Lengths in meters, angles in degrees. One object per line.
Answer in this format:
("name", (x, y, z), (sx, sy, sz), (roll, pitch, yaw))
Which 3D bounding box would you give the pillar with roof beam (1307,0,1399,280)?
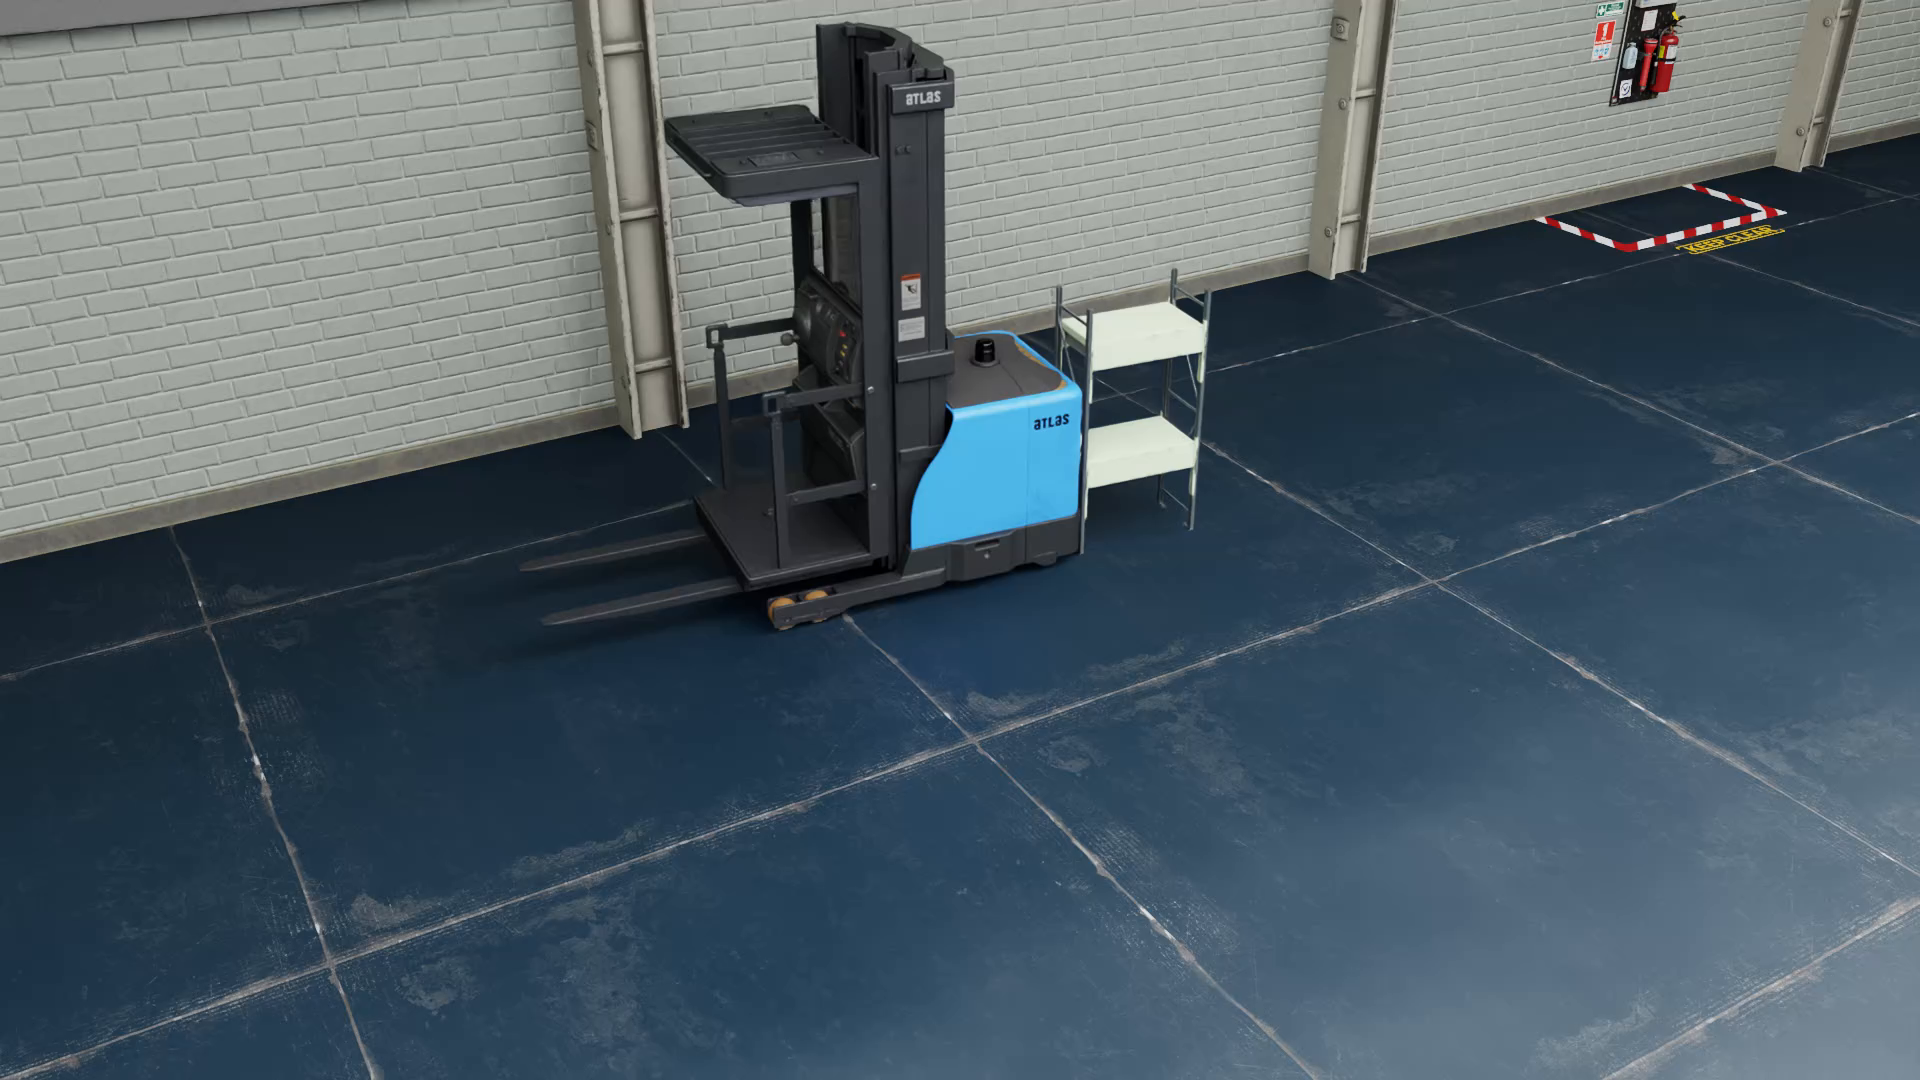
("pillar with roof beam", (5.301, -4.389, 8.390), (0.400, 9.000, 9.100), (-16, 33, -26))

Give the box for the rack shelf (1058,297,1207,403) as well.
("rack shelf", (0.958, -1.073, 9.334), (0.720, 0.370, 0.431), (-12, 31, -21))

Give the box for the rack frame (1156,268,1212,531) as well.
("rack frame", (1.293, -0.802, 9.652), (0.023, 1.500, 0.400), (-12, 31, -21))

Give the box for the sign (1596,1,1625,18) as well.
("sign", (5.623, -4.588, 14.374), (0.331, 0.109, 0.001), (-16, 33, -26))

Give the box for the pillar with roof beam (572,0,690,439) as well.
("pillar with roof beam", (0.128, -2.920, 5.728), (0.400, 9.000, 9.100), (-16, 33, -26))

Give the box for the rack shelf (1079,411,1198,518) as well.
("rack shelf", (0.958, -0.446, 9.680), (0.720, 0.370, 0.431), (-12, 31, -21))

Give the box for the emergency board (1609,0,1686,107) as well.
("emergency board", (6.143, -4.436, 14.683), (0.643, 1.169, 0.194), (-16, 33, -26))

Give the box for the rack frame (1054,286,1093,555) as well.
("rack frame", (0.623, -0.660, 9.393), (0.023, 1.500, 0.400), (-12, 31, -21))

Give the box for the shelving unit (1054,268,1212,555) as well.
("shelving unit", (0.958, -0.731, 9.522), (0.755, 1.500, 0.431), (-12, 31, -21))

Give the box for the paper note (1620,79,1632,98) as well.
("paper note", (5.956, -4.035, 14.869), (0.142, 0.148, 0.016), (-16, 33, -26))

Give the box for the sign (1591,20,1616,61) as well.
("sign", (5.614, -4.359, 14.507), (0.234, 0.329, 0.001), (-16, 33, -26))

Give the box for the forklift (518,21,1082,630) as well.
("forklift", (-0.883, -1.095, 8.702), (3.031, 2.935, 1.130), (-12, 31, -21))

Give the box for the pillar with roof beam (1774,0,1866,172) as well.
("pillar with roof beam", (10.474, -5.858, 11.051), (0.400, 9.000, 9.100), (-16, 33, -26))
